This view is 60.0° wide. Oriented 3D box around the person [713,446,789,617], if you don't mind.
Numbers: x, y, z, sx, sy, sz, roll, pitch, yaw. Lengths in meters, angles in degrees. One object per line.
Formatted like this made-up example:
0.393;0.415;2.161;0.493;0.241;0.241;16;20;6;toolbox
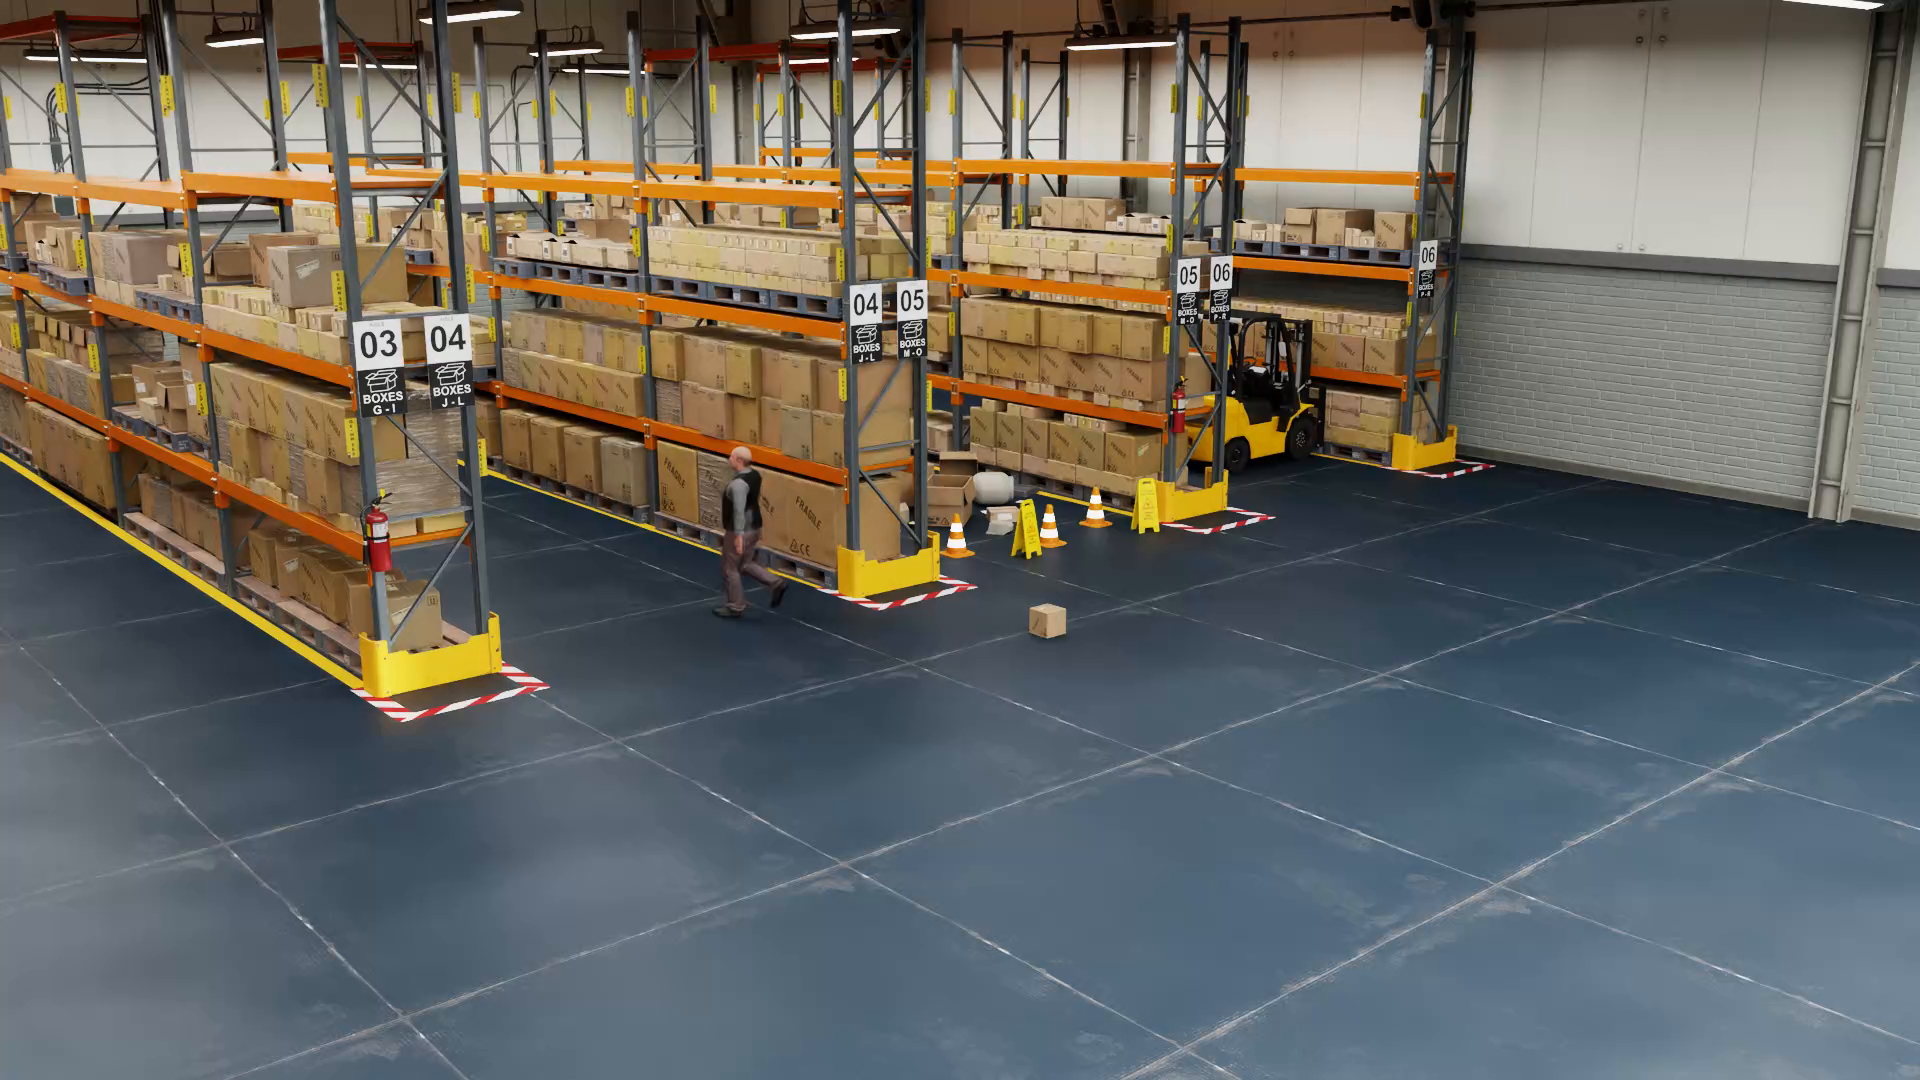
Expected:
-2.086;-0.081;16.318;0.713;1.702;0.544;4;15;16;person
